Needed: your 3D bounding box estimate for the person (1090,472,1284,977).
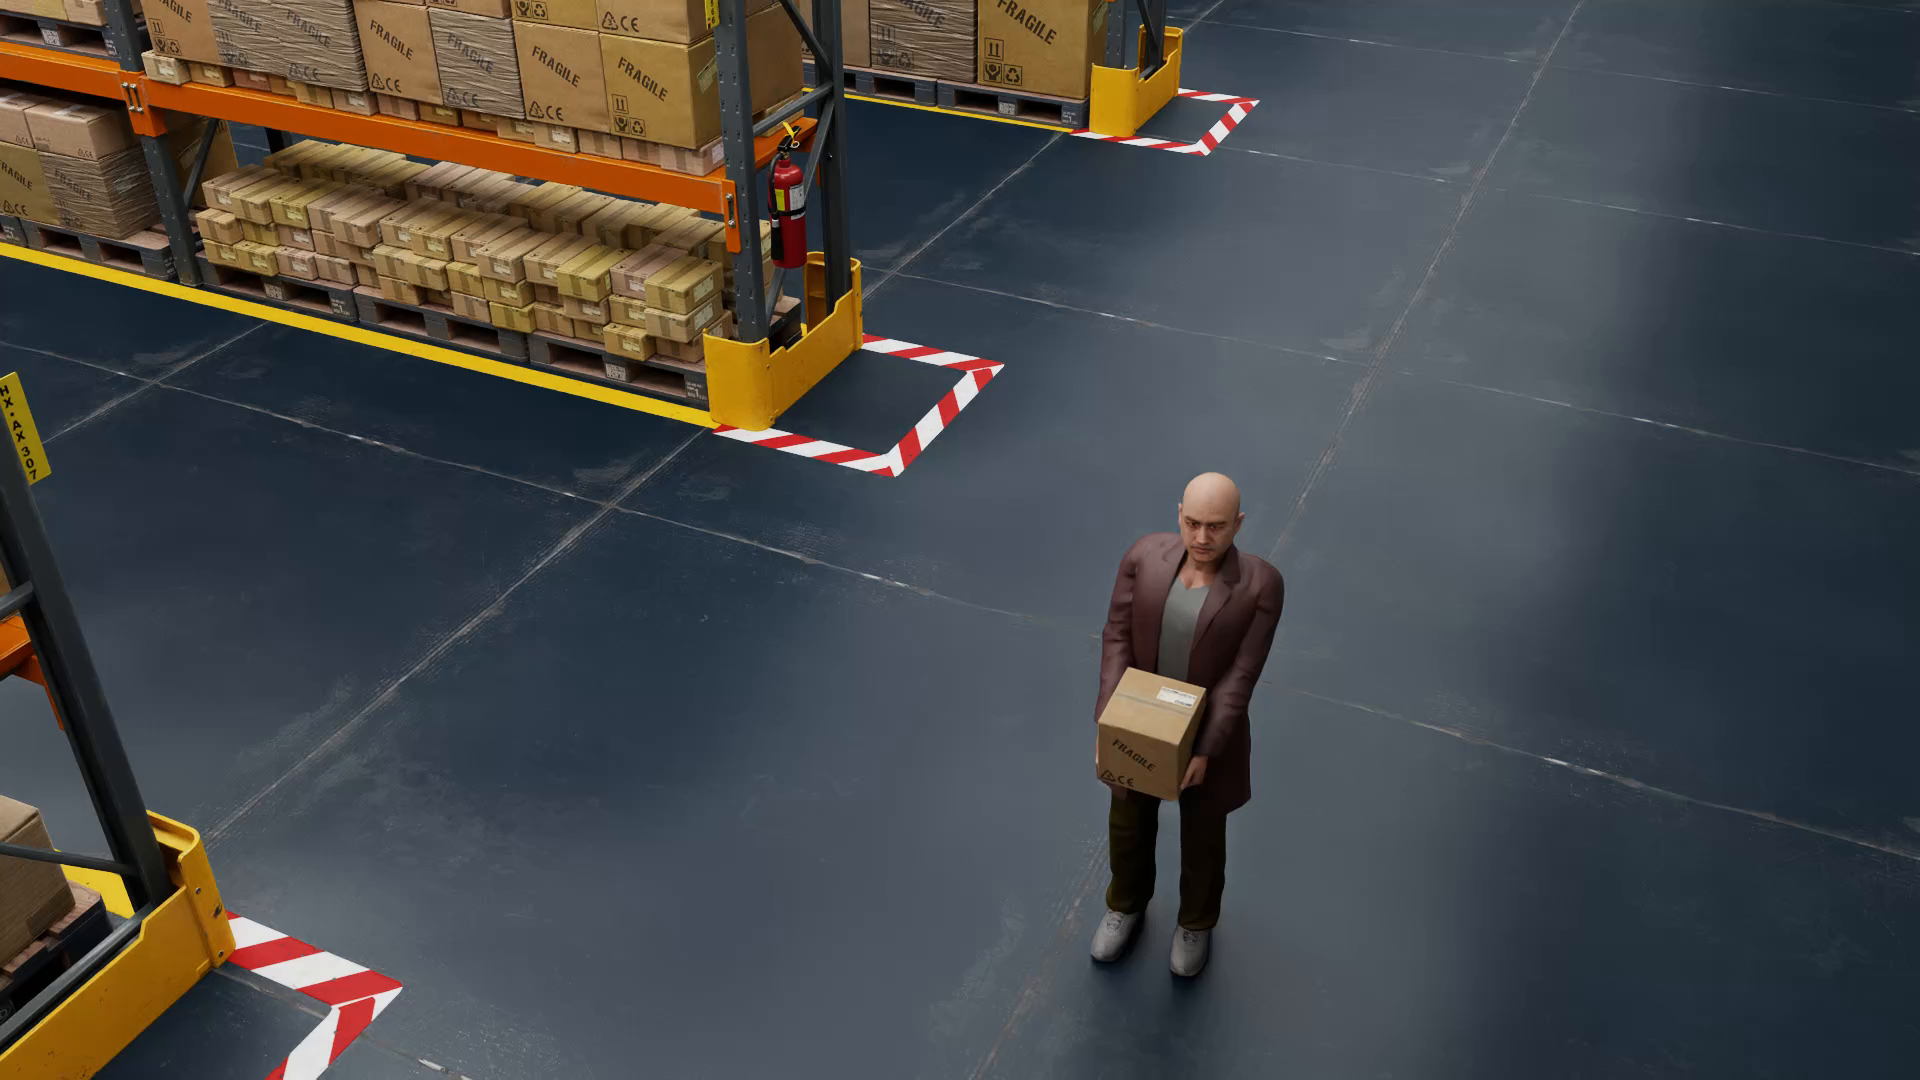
[{"bbox_3d":[0.655,0.640,5.182,0.525,1.776,0.554,15,36,21],"label":"person"}]
